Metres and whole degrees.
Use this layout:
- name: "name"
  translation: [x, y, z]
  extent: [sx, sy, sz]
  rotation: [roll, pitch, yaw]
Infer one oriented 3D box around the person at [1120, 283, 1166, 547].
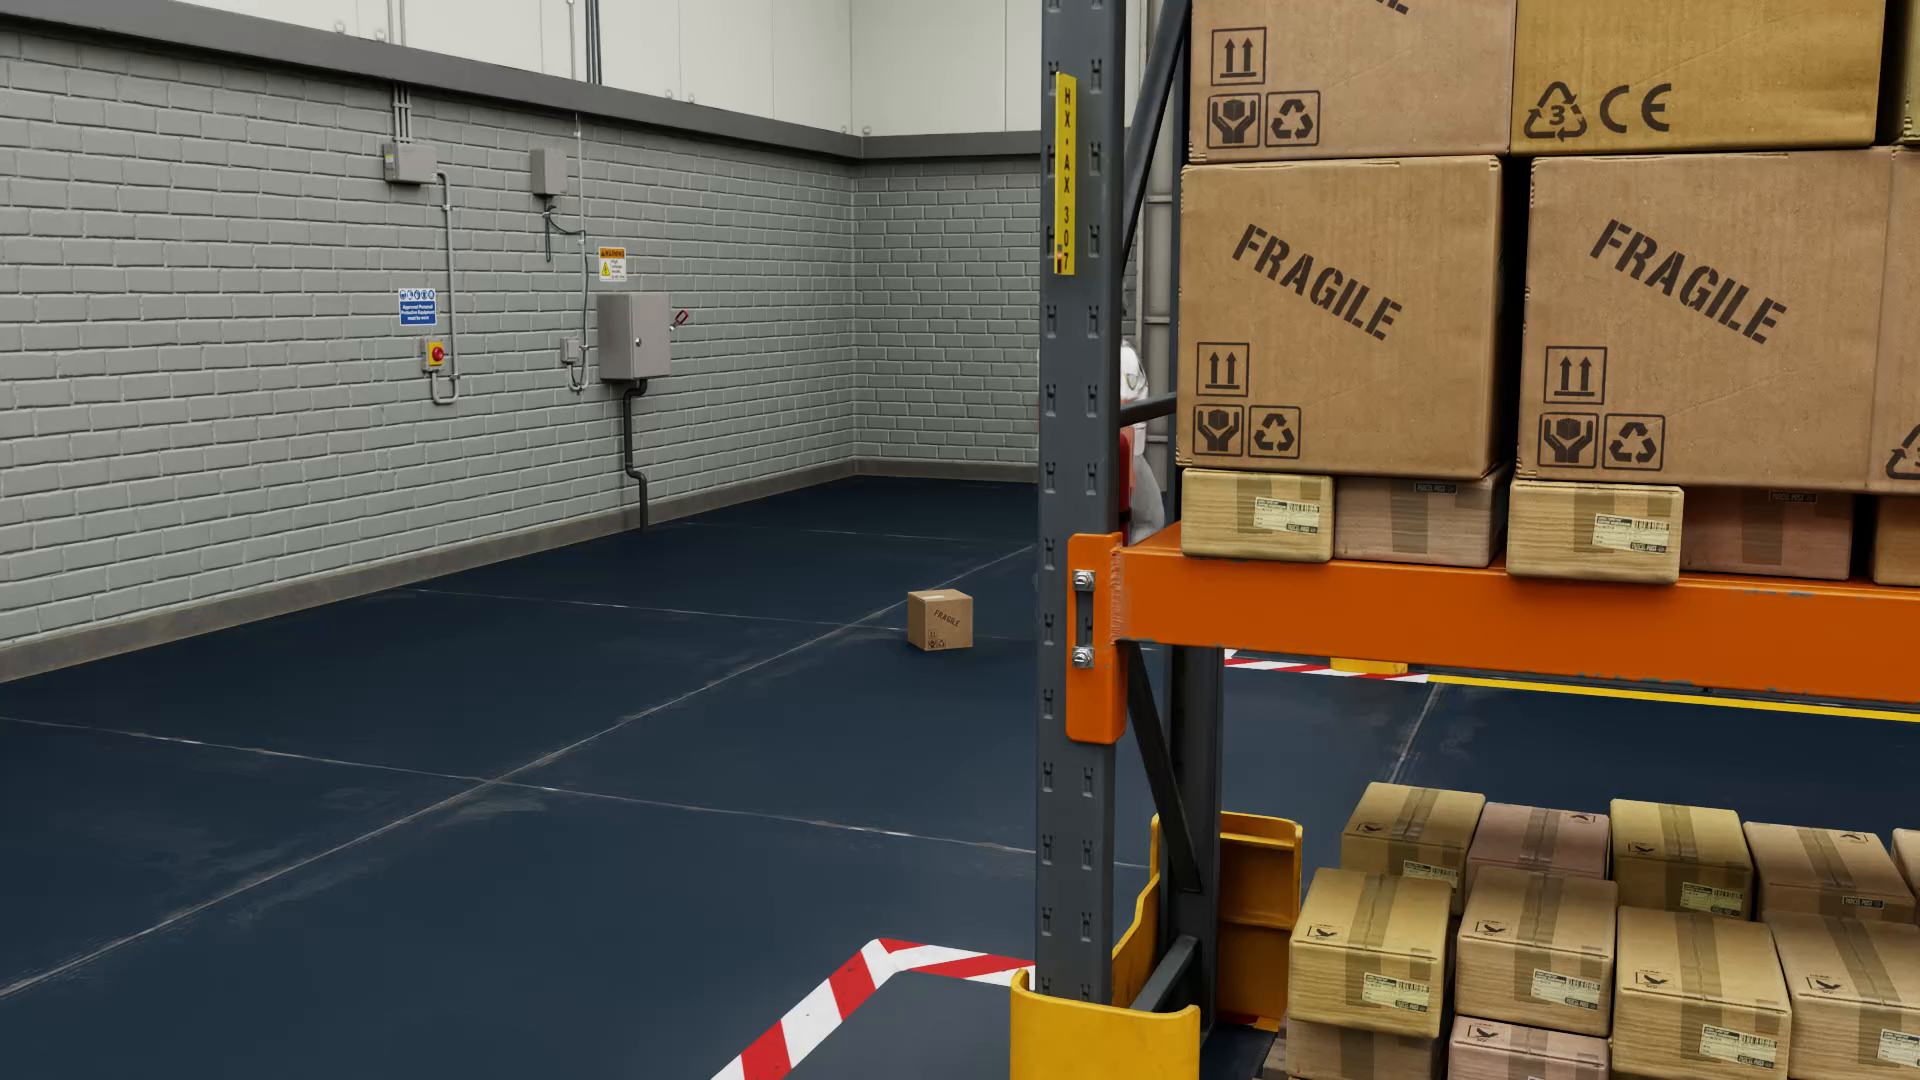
- name: "person"
  translation: [0.789, -0.409, 8.584]
  extent: [0.690, 1.840, 0.590]
  rotation: [-8, 12, -43]
